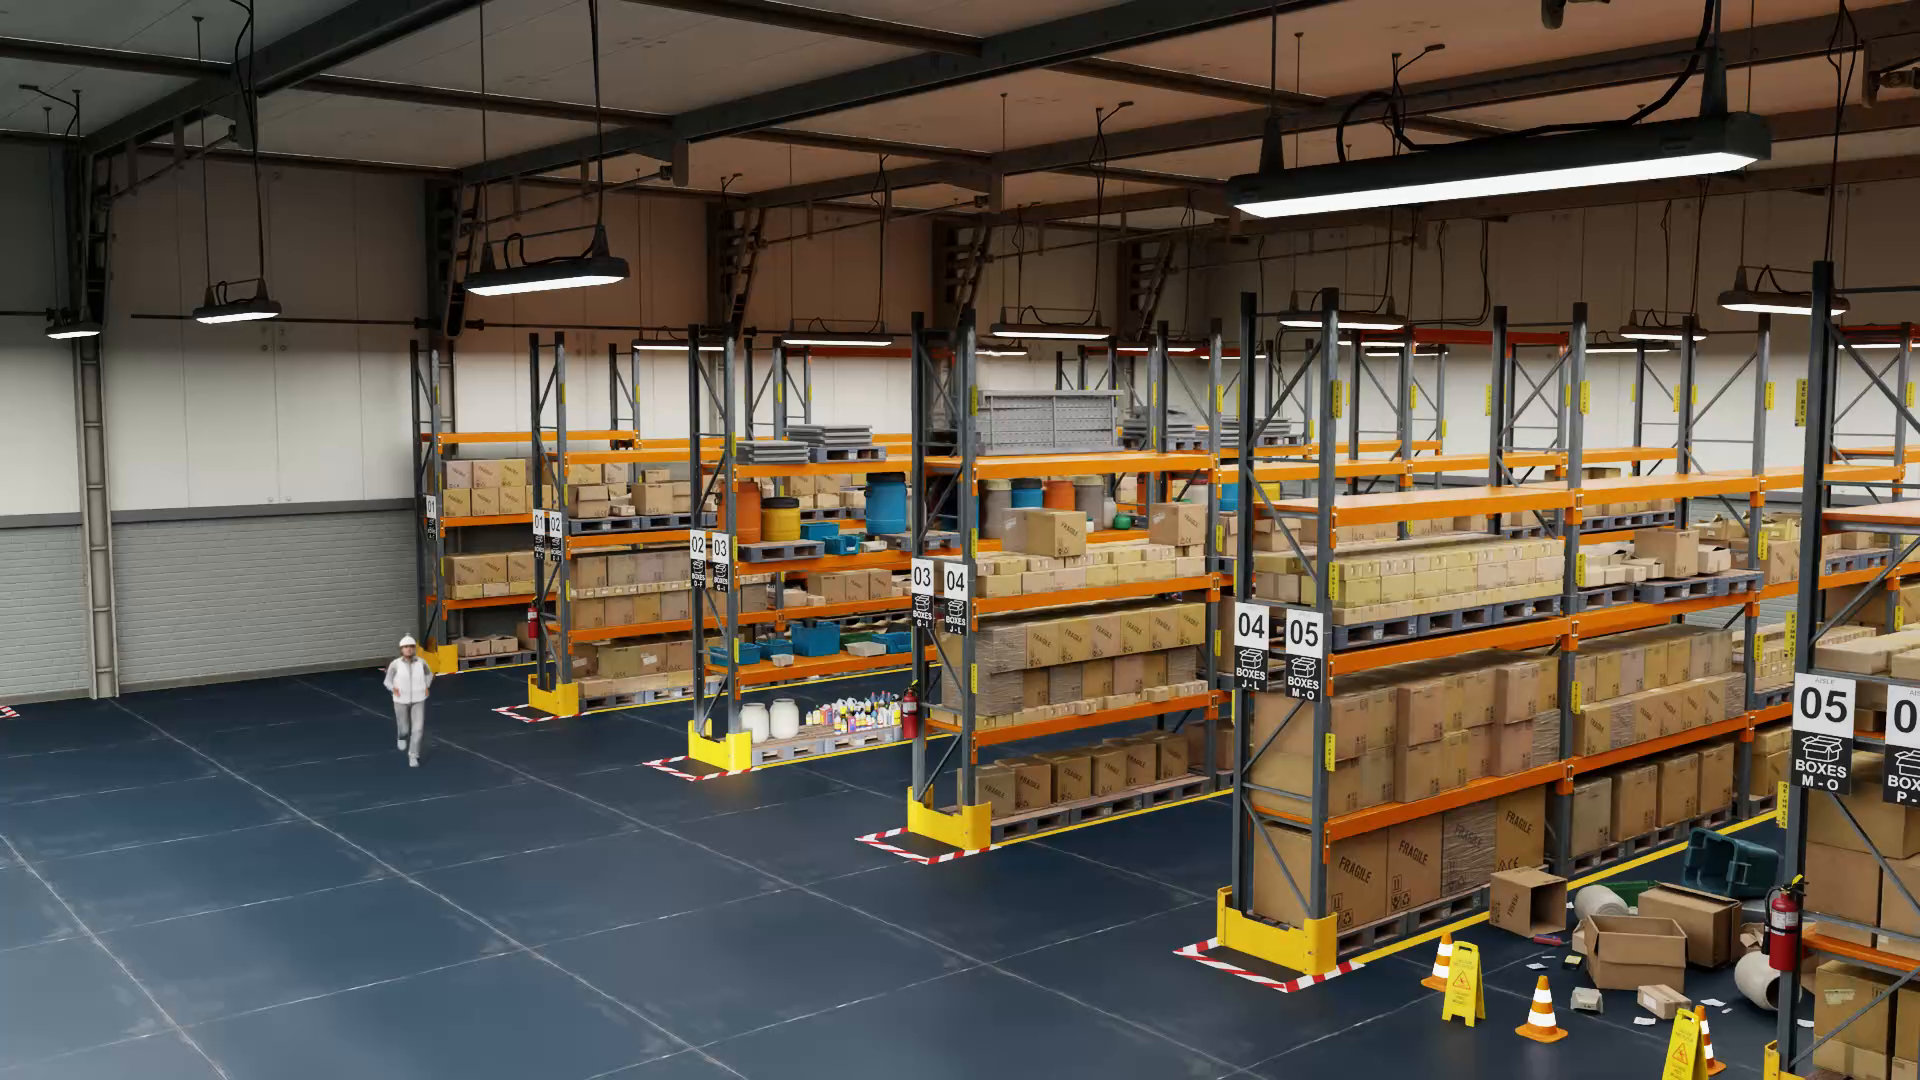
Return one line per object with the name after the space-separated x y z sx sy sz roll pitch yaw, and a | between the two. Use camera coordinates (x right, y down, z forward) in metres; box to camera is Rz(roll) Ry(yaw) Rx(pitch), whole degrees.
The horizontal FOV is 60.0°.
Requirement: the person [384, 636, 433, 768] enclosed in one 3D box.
-7.526 2.191 22.760 0.660 1.751 0.841 -3 6 -25 | person

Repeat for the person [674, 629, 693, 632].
-4.937 1.553 29.602 0.686 1.721 0.591 5 7 43 | person
